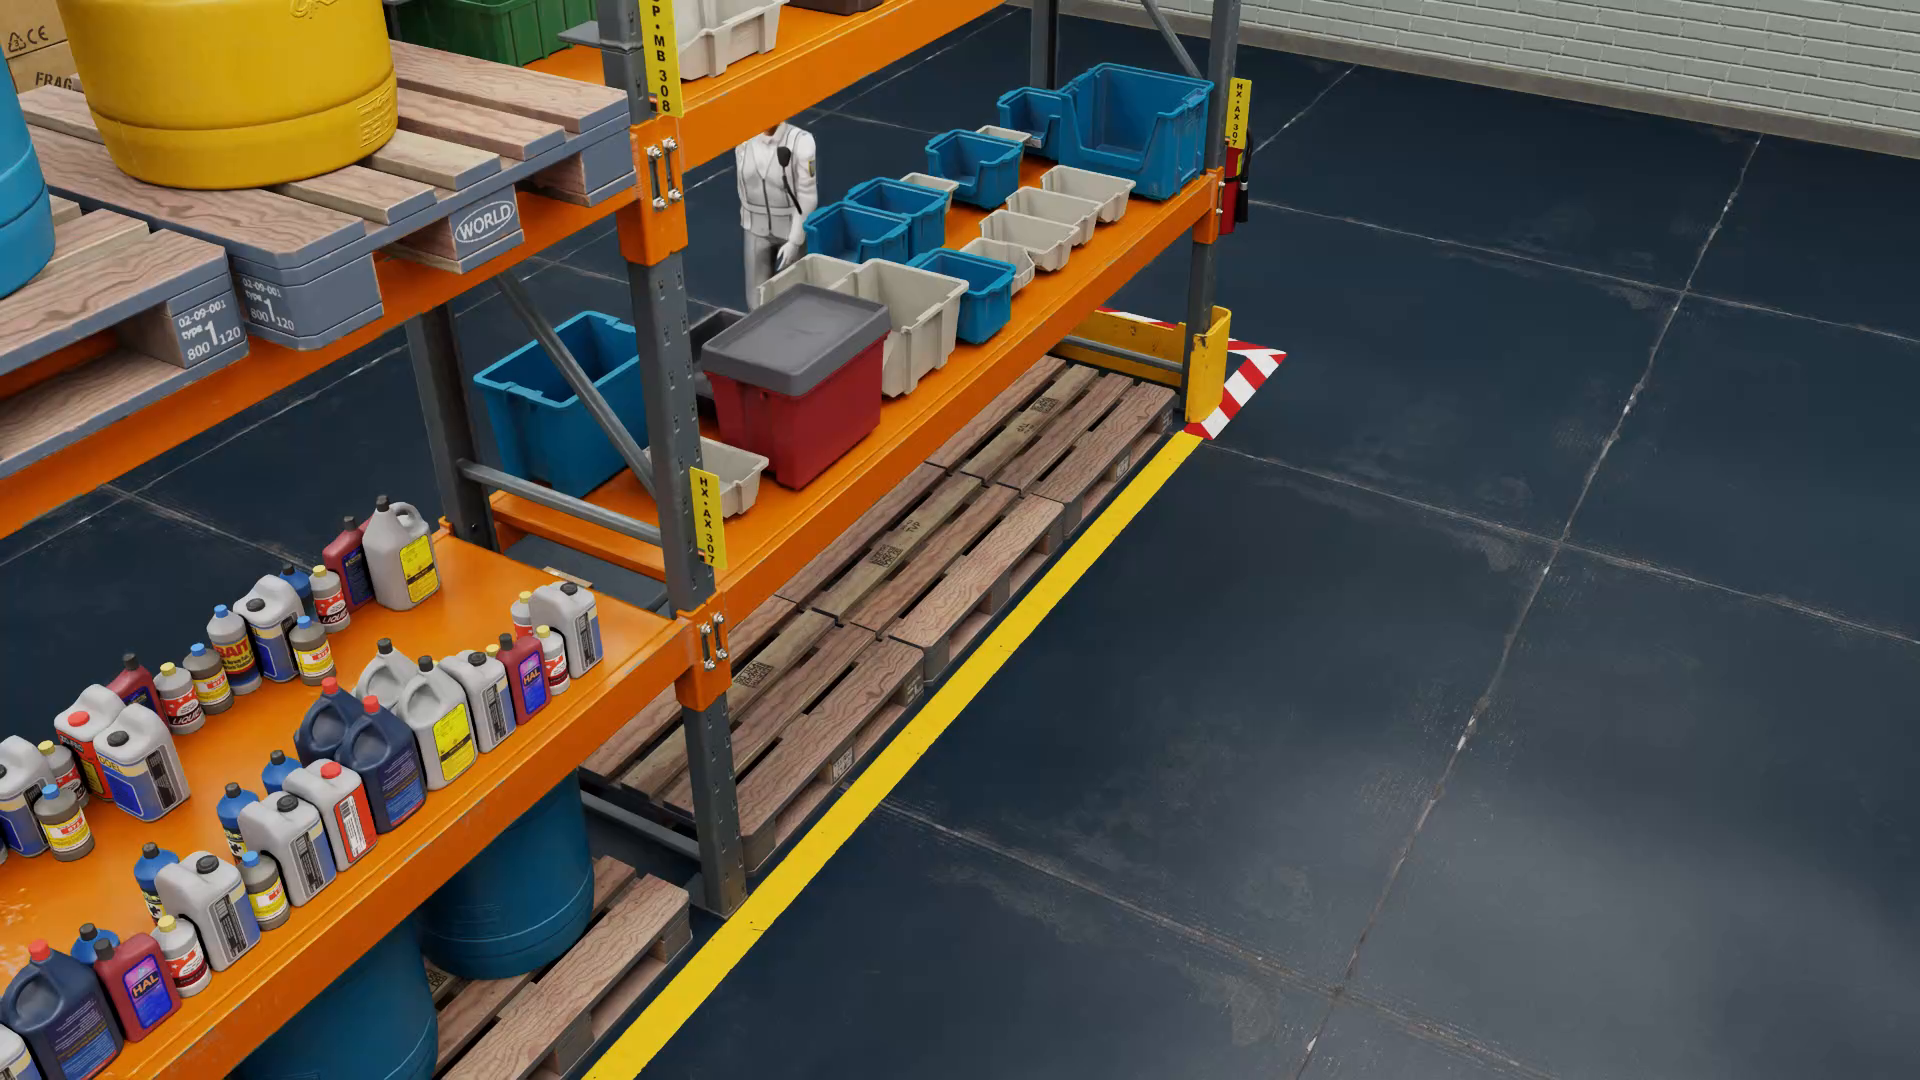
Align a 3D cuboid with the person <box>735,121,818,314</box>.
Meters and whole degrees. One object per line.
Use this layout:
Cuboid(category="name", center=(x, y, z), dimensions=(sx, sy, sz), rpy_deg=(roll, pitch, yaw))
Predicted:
Cuboid(category="person", center=(-0.919, -1.589, 8.443), dimensions=(0.463, 1.635, 0.995), rpy_deg=(6, 35, 8))
